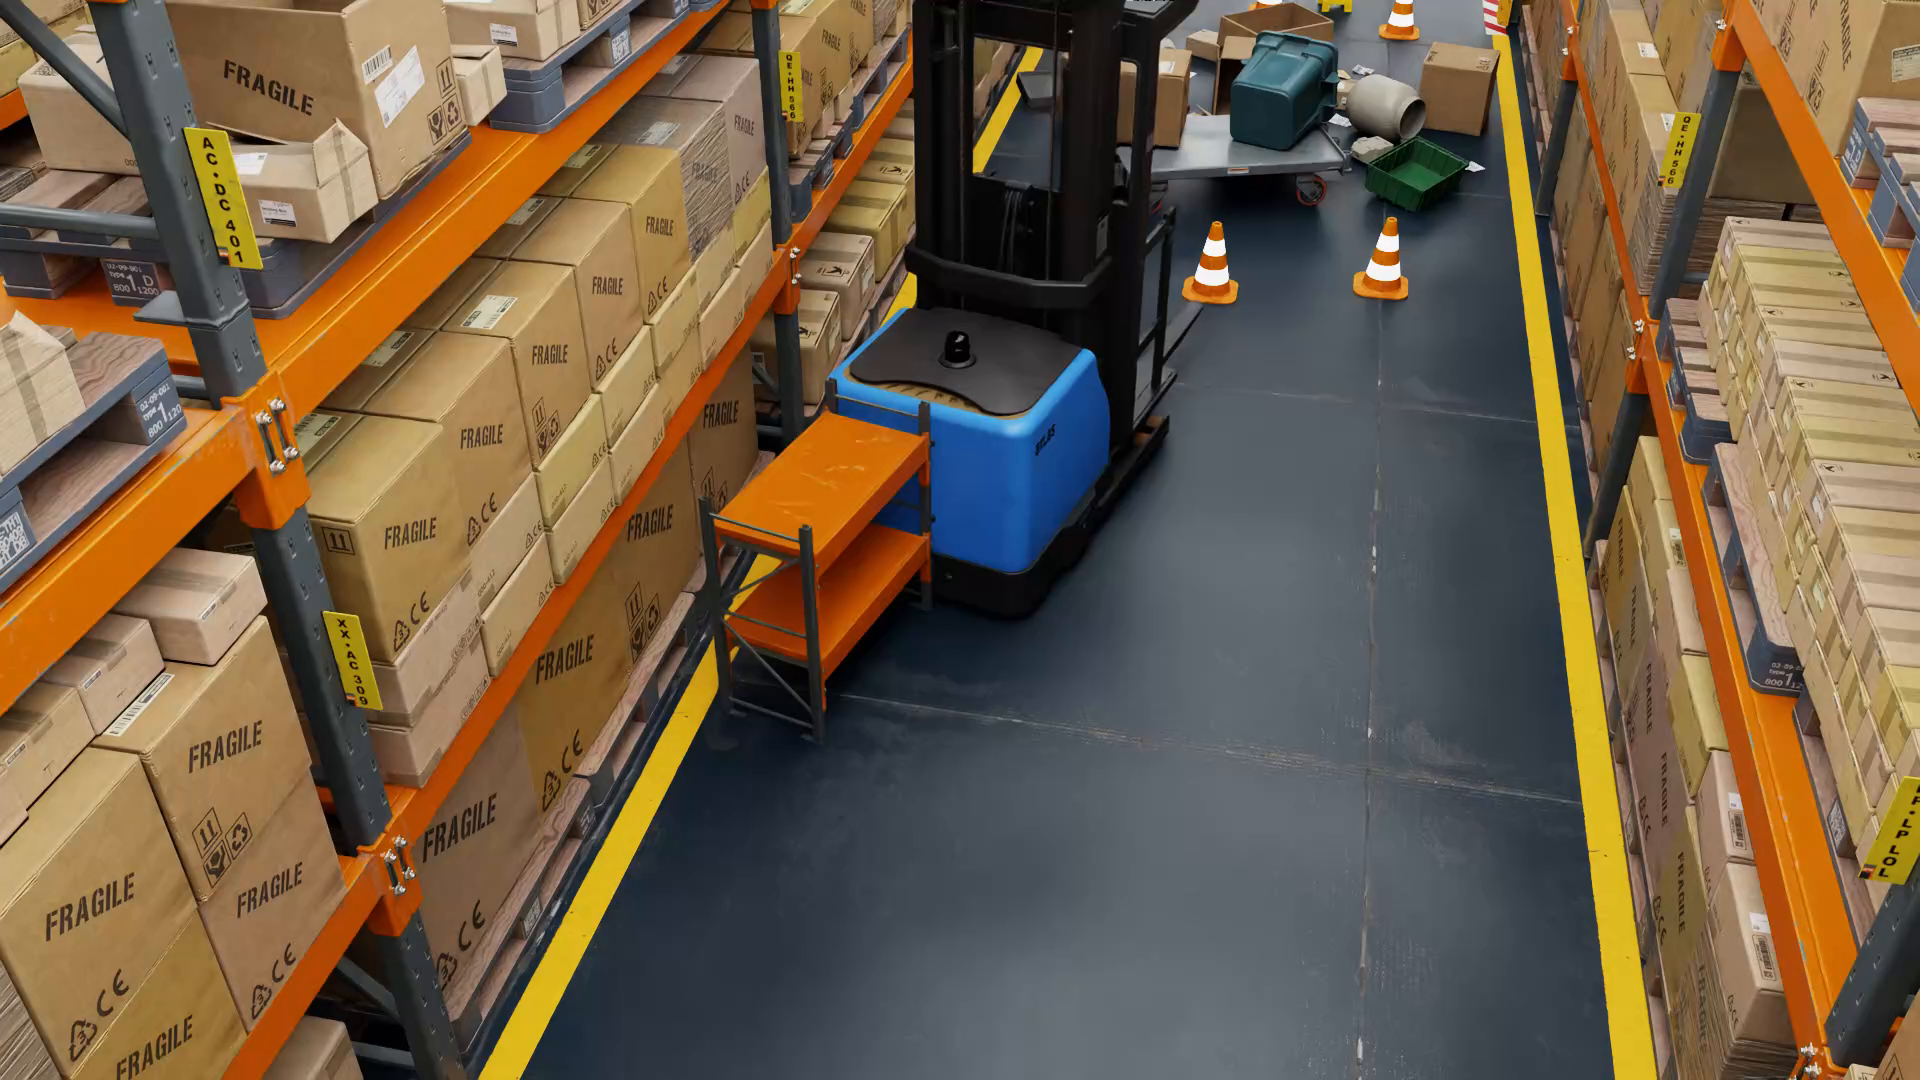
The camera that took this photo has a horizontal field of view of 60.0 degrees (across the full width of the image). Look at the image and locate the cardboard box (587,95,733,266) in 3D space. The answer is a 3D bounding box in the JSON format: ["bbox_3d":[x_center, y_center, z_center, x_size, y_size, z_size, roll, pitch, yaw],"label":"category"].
[{"bbox_3d":[-1.265,-1.476,6.793,0.500,0.500,0.500,8,37,11],"label":"cardboard box"}]

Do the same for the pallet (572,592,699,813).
[{"bbox_3d":[-1.813,0.614,7.223,1.003,0.211,1.213,7,37,10],"label":"pallet"}]

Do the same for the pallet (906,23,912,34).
[{"bbox_3d":[-0.759,-3.450,10.618,1.003,0.211,1.213,7,37,10],"label":"pallet"}]

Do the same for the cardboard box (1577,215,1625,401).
[{"bbox_3d":[3.950,-1.191,8.896,1.050,0.750,0.750,8,37,11],"label":"cardboard box"}]

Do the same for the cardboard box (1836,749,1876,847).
[{"bbox_3d":[2.641,0.731,4.541,0.380,0.149,0.250,8,37,10],"label":"cardboard box"}]

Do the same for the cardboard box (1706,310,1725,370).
[{"bbox_3d":[3.199,-0.775,6.620,0.380,0.149,0.250,9,37,12],"label":"cardboard box"}]

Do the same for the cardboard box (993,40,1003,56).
[{"bbox_3d":[0.038,-3.921,12.450,0.500,0.500,0.500,9,37,12],"label":"cardboard box"}]

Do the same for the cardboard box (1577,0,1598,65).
[{"bbox_3d":[4.028,-3.158,9.966,0.500,0.500,0.500,8,37,10],"label":"cardboard box"}]

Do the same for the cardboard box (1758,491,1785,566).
[{"bbox_3d":[2.918,-0.020,5.578,0.380,0.149,0.250,6,36,8],"label":"cardboard box"}]

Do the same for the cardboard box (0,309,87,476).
[{"bbox_3d":[-1.987,-0.326,3.259,0.396,0.266,0.258,8,37,11],"label":"cardboard box"}]

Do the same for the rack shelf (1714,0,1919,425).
[{"bbox_3d":[3.122,-0.869,4.950,1.077,0.370,4.000,7,37,10],"label":"rack shelf"}]

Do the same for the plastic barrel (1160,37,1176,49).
[{"bbox_3d":[1.438,-3.824,13.165,0.421,0.421,0.512,-24,42,-30],"label":"plastic barrel"}]

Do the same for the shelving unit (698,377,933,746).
[{"bbox_3d":[-0.581,0.078,7.184,0.538,1.125,1.048,16,39,21],"label":"shelving unit"}]

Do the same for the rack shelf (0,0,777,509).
[{"bbox_3d":[-1.736,-1.431,5.726,1.077,0.370,4.000,7,37,10],"label":"rack shelf"}]

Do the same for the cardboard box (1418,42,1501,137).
[{"bbox_3d":[3.732,-3.393,12.503,0.500,0.500,0.500,14,38,18],"label":"cardboard box"}]

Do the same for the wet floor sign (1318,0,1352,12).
[{"bbox_3d":[3.329,-4.990,14.585,0.267,0.644,0.232,1,36,2],"label":"wet floor sign"}]

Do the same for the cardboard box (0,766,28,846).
[{"bbox_3d":[-2.179,0.574,3.412,0.380,0.149,0.250,7,37,10],"label":"cardboard box"}]

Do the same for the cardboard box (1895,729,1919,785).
[{"bbox_3d":[2.590,0.637,4.164,0.380,0.149,0.250,9,37,12],"label":"cardboard box"}]

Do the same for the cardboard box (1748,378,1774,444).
[{"bbox_3d":[3.032,-0.432,5.893,0.380,0.149,0.250,7,37,10],"label":"cardboard box"}]

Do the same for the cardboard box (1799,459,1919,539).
[{"bbox_3d":[2.869,-0.110,5.195,0.380,0.149,0.250,6,36,8],"label":"cardboard box"}]

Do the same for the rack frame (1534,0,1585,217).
[{"bbox_3d":[4.403,-3.385,10.365,1.000,3.000,0.127,7,37,10],"label":"rack frame"}]

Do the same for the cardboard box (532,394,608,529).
[{"bbox_3d":[-1.576,-0.308,5.821,0.500,0.250,0.500,8,37,11],"label":"cardboard box"}]

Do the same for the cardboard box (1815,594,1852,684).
[{"bbox_3d":[2.752,0.309,4.870,0.380,0.149,0.250,6,36,8],"label":"cardboard box"}]

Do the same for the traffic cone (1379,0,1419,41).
[{"bbox_3d":[3.757,-4.525,14.099,0.336,0.463,0.334,7,37,10],"label":"traffic cone"}]

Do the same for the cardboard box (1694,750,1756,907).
[{"bbox_3d":[2.729,0.988,5.464,0.500,0.250,0.500,9,37,12],"label":"cardboard box"}]

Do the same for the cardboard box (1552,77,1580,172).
[{"bbox_3d":[4.606,-3.047,11.350,0.875,0.875,0.875,8,37,11],"label":"cardboard box"}]

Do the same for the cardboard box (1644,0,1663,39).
[{"bbox_3d":[4.087,-2.960,8.841,0.700,0.500,0.500,8,37,10],"label":"cardboard box"}]

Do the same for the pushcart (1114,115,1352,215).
[{"bbox_3d":[1.784,-2.629,11.556,1.648,0.377,0.936,-5,36,-6],"label":"pushcart"}]

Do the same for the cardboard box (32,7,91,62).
[{"bbox_3d":[-5.609,-3.022,9.991,0.500,0.250,0.500,6,36,8],"label":"cardboard box"}]

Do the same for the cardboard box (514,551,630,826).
[{"bbox_3d":[-1.923,0.445,6.533,0.875,0.875,0.875,8,37,11],"label":"cardboard box"}]

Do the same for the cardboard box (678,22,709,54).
[{"bbox_3d":[-1.483,-2.281,8.145,0.500,0.500,0.500,6,36,9],"label":"cardboard box"}]

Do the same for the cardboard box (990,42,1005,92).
[{"bbox_3d":[0.039,-3.616,12.669,0.500,0.250,0.500,9,37,13],"label":"cardboard box"}]

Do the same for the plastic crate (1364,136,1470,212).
[{"bbox_3d":[3.161,-2.534,11.537,0.450,0.188,0.662,36,48,26],"label":"plastic crate"}]

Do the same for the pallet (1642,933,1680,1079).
[{"bbox_3d":[2.859,1.884,5.471,1.003,0.211,1.213,7,37,10],"label":"pallet"}]

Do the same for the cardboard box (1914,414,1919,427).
[{"bbox_3d":[3.726,-0.388,6.085,0.380,0.149,0.250,7,36,9],"label":"cardboard box"}]

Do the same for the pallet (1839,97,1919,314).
[{"bbox_3d":[3.149,-0.873,4.502,1.213,0.211,1.003,7,37,10],"label":"pallet"}]

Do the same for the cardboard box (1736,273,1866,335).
[{"bbox_3d":[3.149,-0.866,6.238,0.380,0.149,0.250,7,37,10],"label":"cardboard box"}]

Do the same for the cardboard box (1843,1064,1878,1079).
[{"bbox_3d":[2.314,1.424,3.943,0.380,0.149,0.250,9,37,12],"label":"cardboard box"}]

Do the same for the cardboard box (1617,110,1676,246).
[{"bbox_3d":[3.491,-1.710,7.968,0.500,0.500,0.500,7,37,10],"label":"cardboard box"}]

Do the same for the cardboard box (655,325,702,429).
[{"bbox_3d":[-1.380,-0.690,6.774,0.500,0.250,0.500,7,37,9],"label":"cardboard box"}]

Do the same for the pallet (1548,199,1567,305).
[{"bbox_3d":[4.312,-1.804,10.560,1.003,0.211,1.213,7,37,10],"label":"pallet"}]

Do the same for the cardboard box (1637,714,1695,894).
[{"bbox_3d":[2.830,1.000,6.087,0.500,0.500,0.500,7,36,9],"label":"cardboard box"}]

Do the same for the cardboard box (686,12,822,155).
[{"bbox_3d":[-0.986,-2.215,8.053,0.500,0.500,0.500,6,36,9],"label":"cardboard box"}]

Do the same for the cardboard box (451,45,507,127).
[{"bbox_3d":[-1.551,-1.333,4.818,0.380,0.166,0.250,5,36,7],"label":"cardboard box"}]

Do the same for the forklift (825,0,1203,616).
[{"bbox_3d":[0.473,-1.693,8.088,1.130,2.935,3.031,16,39,21],"label":"forklift"}]

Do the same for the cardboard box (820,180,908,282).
[{"bbox_3d":[-0.861,-1.941,10.254,0.950,0.372,0.625,8,37,12],"label":"cardboard box"}]

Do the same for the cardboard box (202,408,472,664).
[{"bbox_3d":[-1.788,-0.023,4.788,0.500,0.500,0.500,8,37,11],"label":"cardboard box"}]

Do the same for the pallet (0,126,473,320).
[{"bbox_3d":[-2.015,-1.030,4.722,0.805,0.209,1.217,6,36,8],"label":"pallet"}]

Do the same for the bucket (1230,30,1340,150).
[{"bbox_3d":[2.180,-3.042,11.386,0.726,0.611,0.620,20,51,26],"label":"bucket"}]

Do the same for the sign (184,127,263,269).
[{"bbox_3d":[-1.620,-0.749,3.663,0.100,0.325,0.005,7,37,10],"label":"sign"}]
